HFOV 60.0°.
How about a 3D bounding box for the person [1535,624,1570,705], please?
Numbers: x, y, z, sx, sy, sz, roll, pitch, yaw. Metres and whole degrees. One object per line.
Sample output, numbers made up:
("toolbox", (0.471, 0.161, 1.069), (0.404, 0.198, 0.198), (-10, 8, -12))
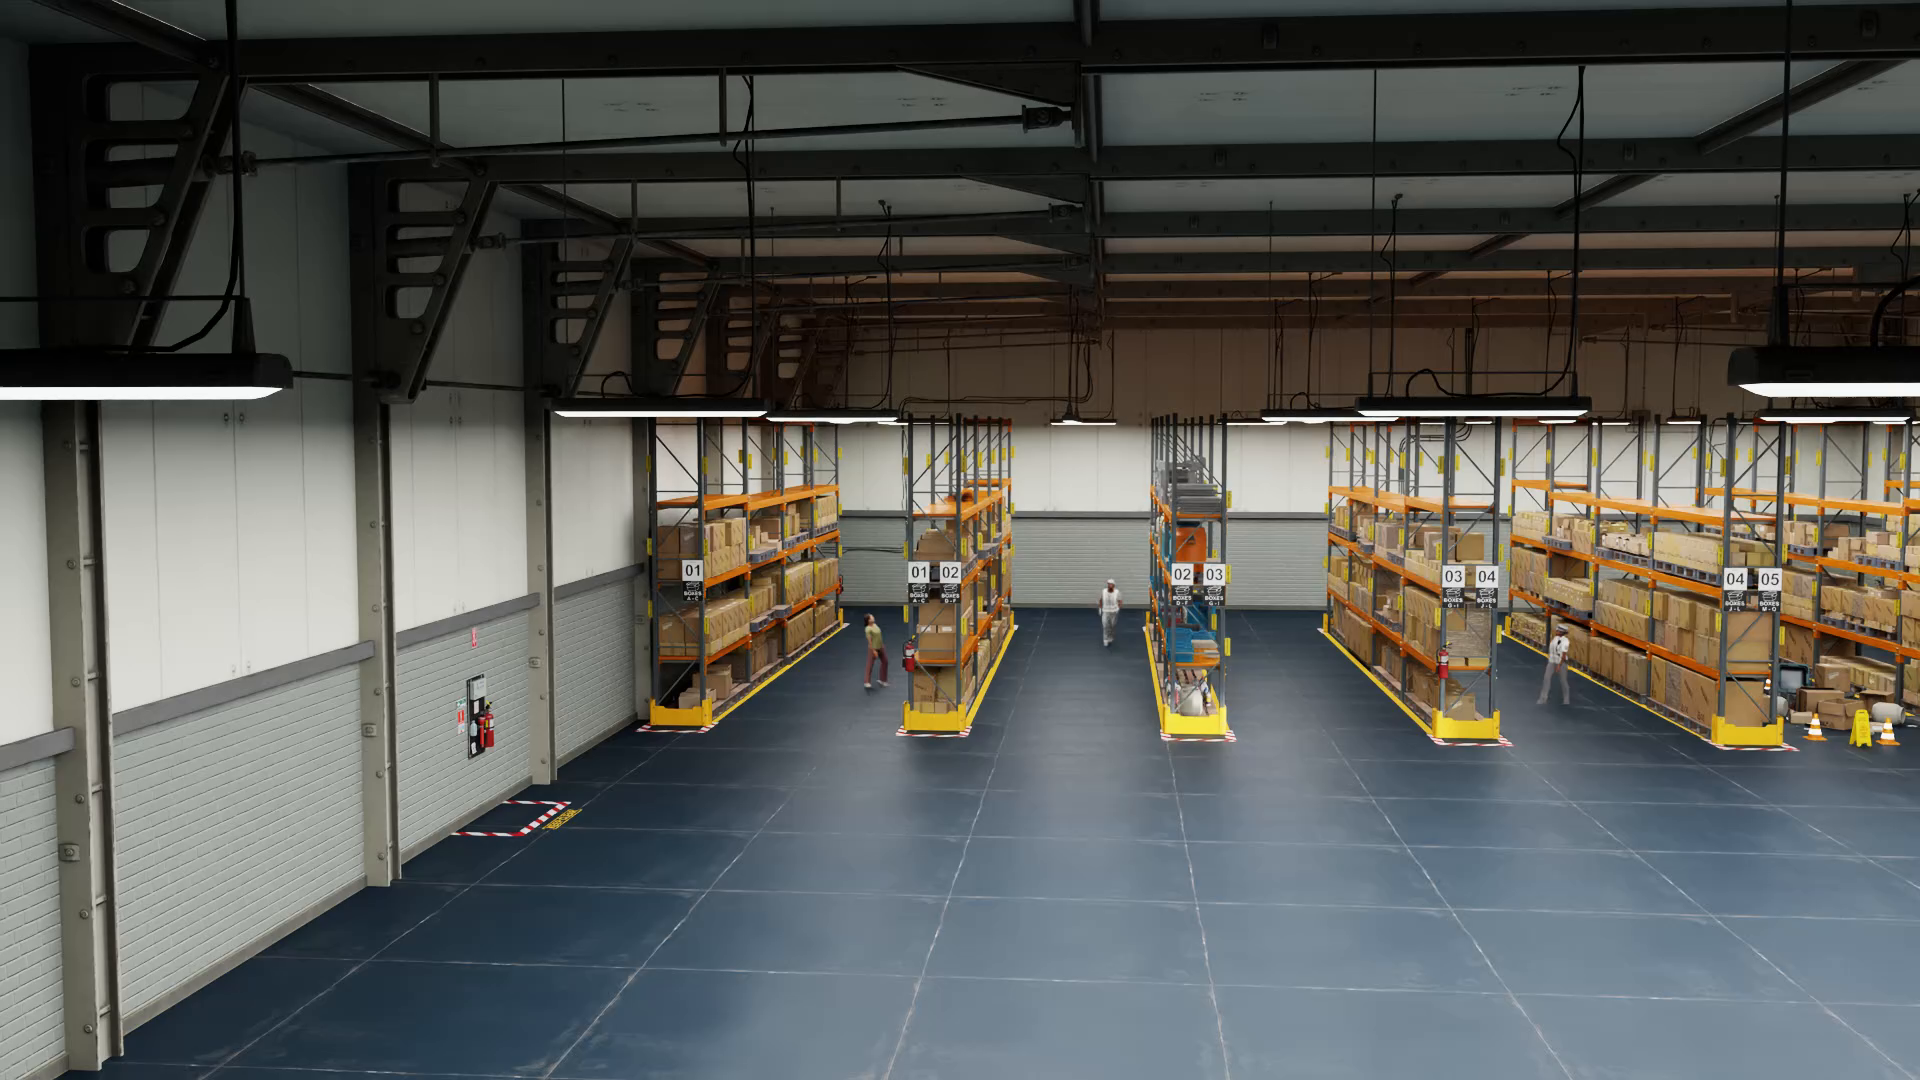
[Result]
("person", (12.326, 2.578, 34.443), (0.655, 1.691, 0.549), (-3, 5, -40))

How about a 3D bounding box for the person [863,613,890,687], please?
("person", (-1.865, 2.443, 36.786), (0.425, 1.677, 0.592), (3, 5, 36))

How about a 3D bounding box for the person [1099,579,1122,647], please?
("person", (3.978, 1.931, 43.948), (0.621, 1.809, 0.878), (0, 4, 7))
